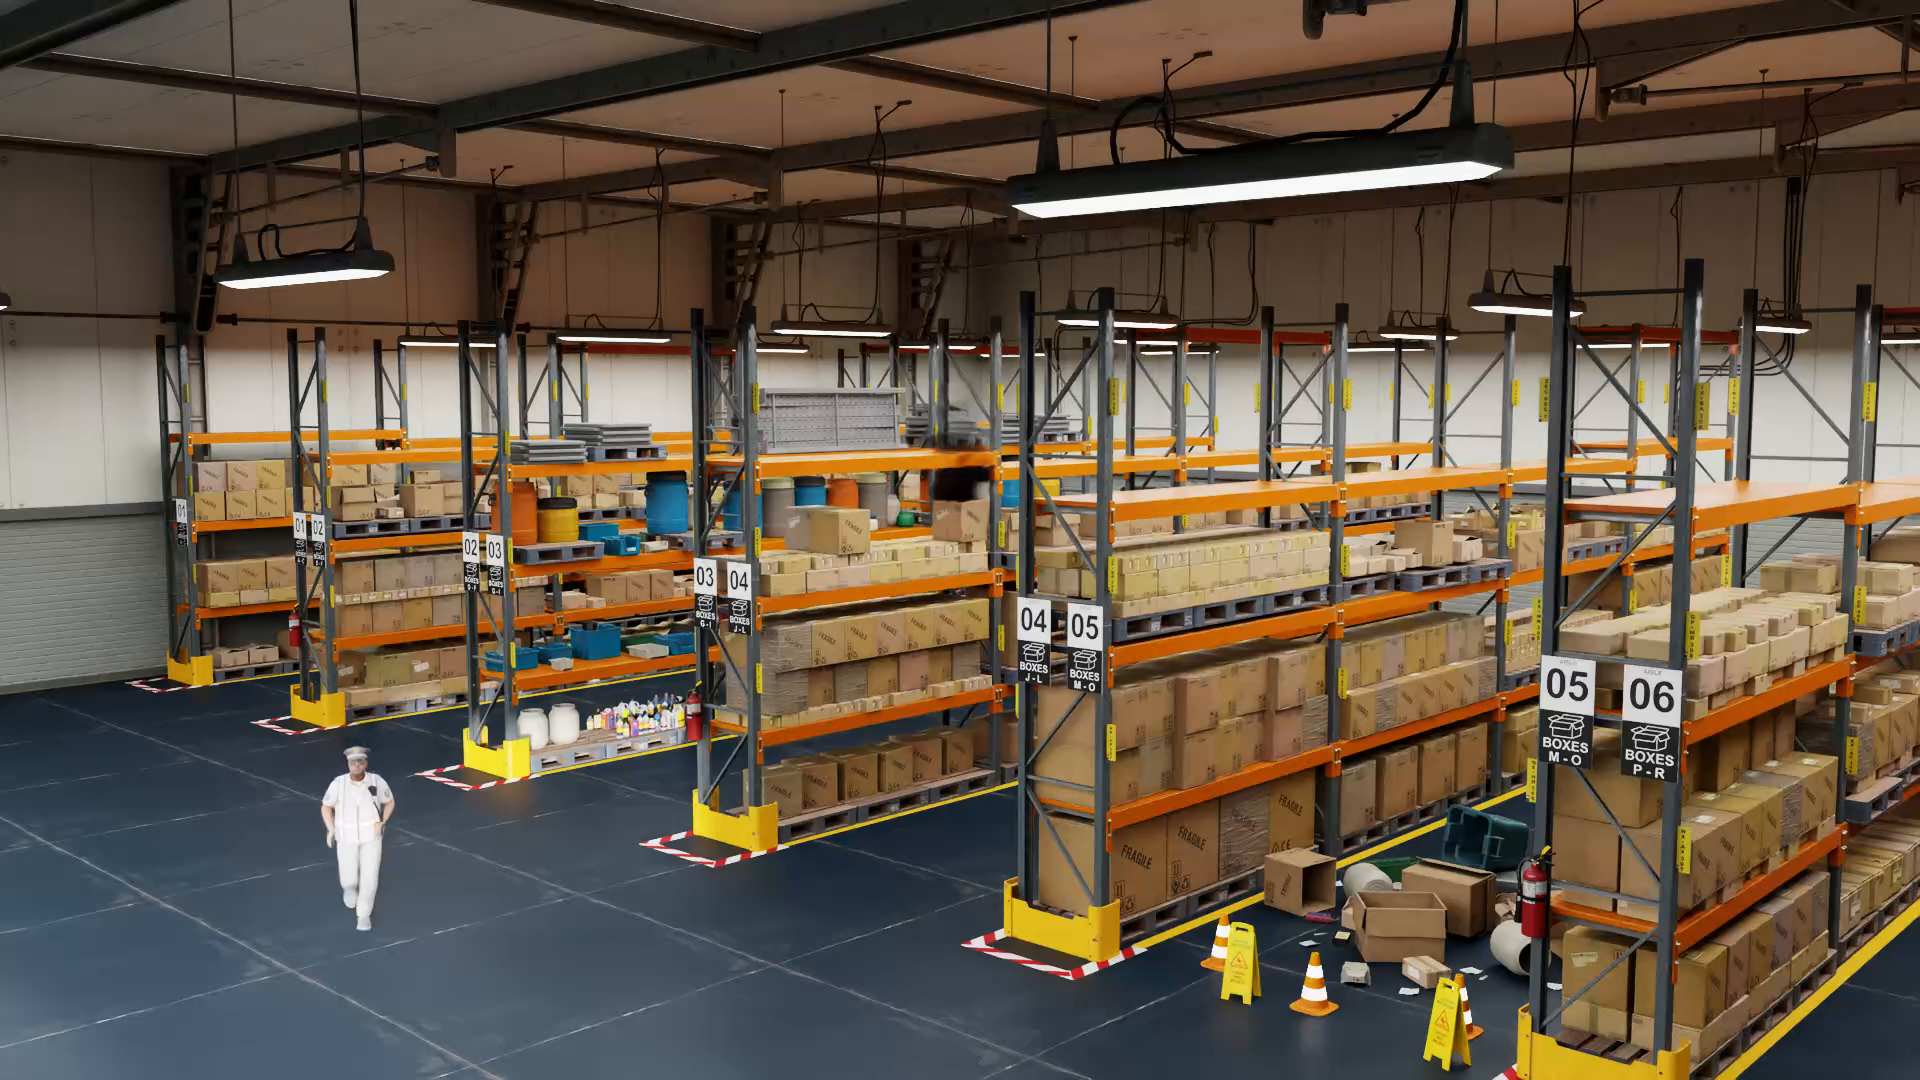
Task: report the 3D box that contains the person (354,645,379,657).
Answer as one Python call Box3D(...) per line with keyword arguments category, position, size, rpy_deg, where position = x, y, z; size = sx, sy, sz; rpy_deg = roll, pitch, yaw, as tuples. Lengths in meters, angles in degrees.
Box3D(category="person", position=(-9.975, 1.713, 28.079), size=(0.620, 1.634, 0.804), rpy_deg=(4, 7, 34))

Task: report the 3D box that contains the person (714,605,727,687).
Box3D(category="person", position=(-4.025, 1.698, 27.610), size=(0.678, 1.784, 0.928), rpy_deg=(3, 6, 28))

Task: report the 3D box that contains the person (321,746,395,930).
Box3D(category="person", position=(-5.737, 2.816, 15.888), size=(0.664, 1.742, 0.602), rpy_deg=(-2, 6, -20))
